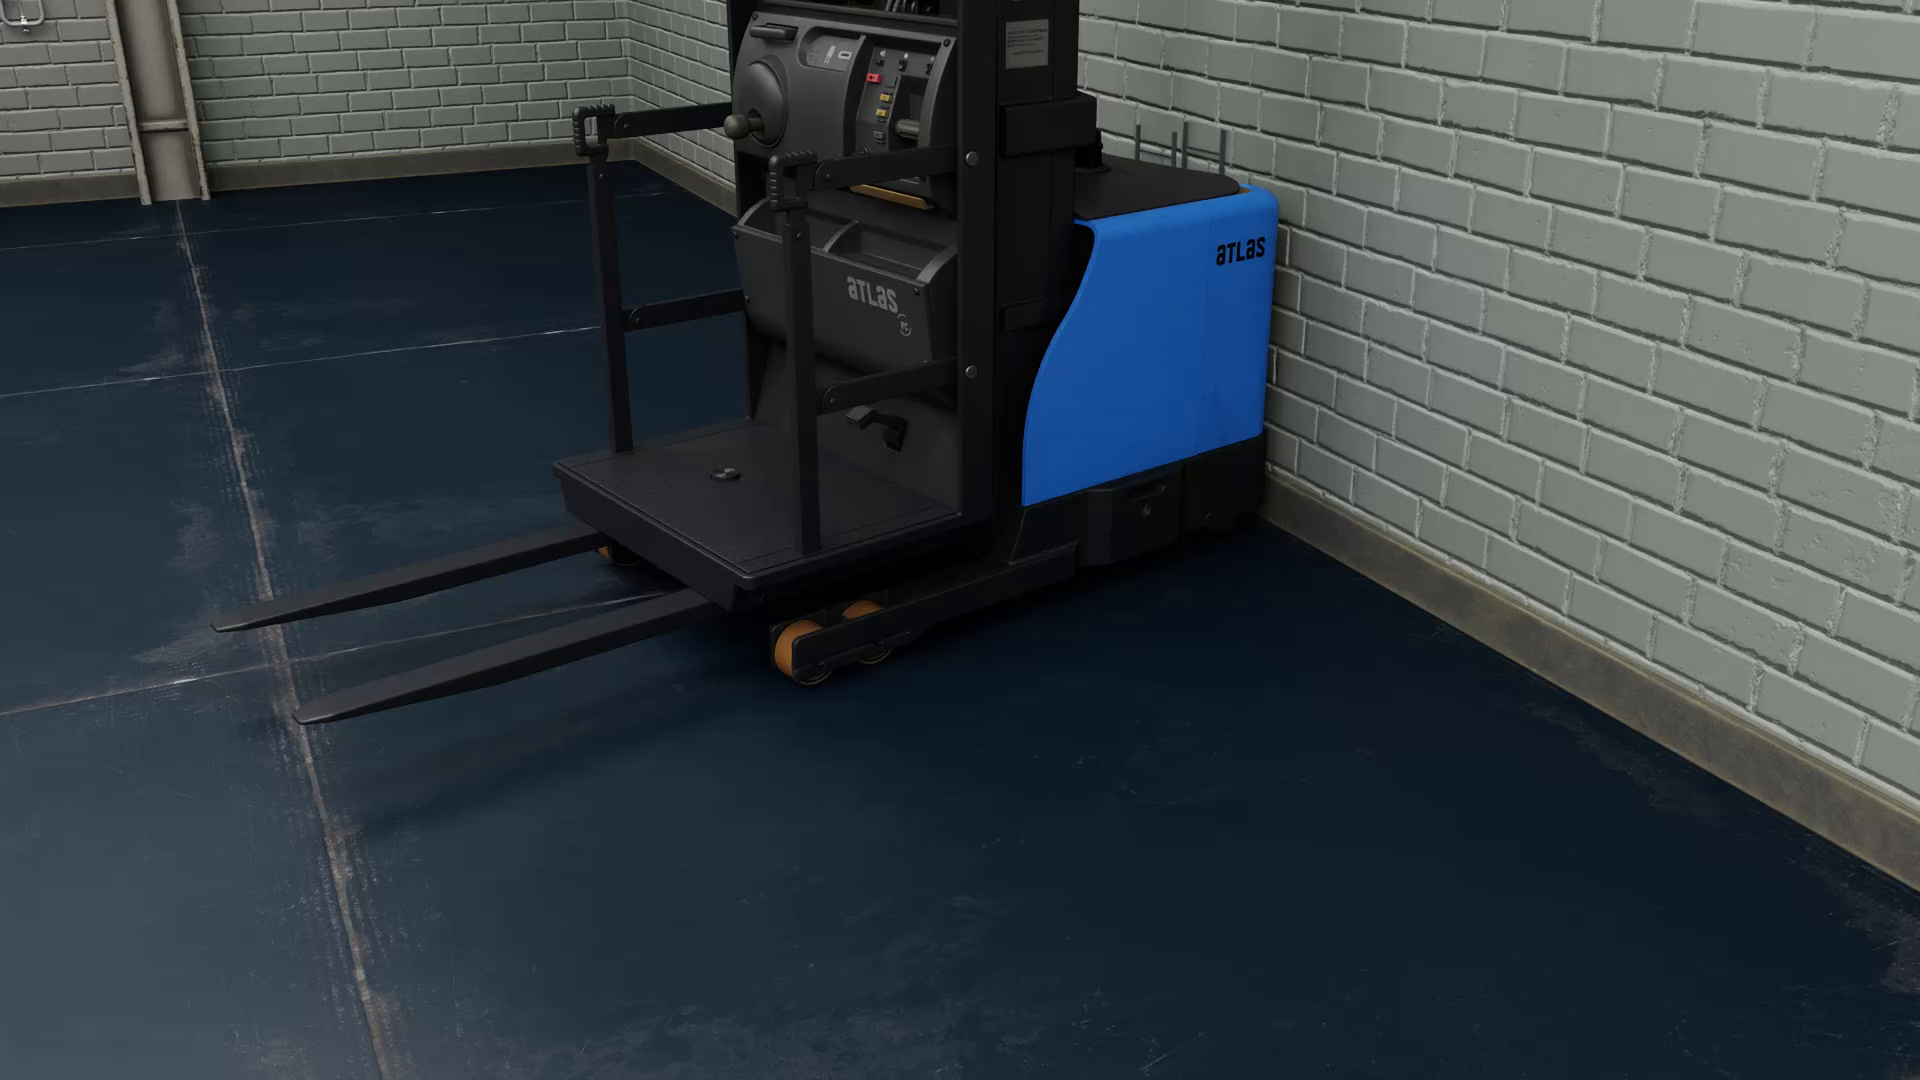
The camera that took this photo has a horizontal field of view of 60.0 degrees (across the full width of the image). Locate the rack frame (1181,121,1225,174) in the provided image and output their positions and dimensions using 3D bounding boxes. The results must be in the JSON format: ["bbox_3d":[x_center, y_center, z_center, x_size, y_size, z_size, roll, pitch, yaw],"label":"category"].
[{"bbox_3d":[0.794,-0.786,5.615,0.006,1.200,0.240,-10,23,-24],"label":"rack frame"}]

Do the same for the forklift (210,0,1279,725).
[{"bbox_3d":[-0.491,-1.204,4.326,3.031,2.935,1.130,-17,28,-35],"label":"forklift"}]

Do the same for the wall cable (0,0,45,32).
[{"bbox_3d":[-6.238,-3.796,9.171,1.851,1.984,0.084,-10,25,-24],"label":"wall cable"}]

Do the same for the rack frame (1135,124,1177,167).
[{"bbox_3d":[0.629,-0.758,5.541,0.006,1.200,0.240,-10,23,-24],"label":"rack frame"}]

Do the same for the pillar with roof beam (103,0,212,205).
[{"bbox_3d":[-3.056,-4.823,5.135,0.400,9.000,9.100,-10,25,-24],"label":"pillar with roof beam"}]

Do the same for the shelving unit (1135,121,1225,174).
[{"bbox_3d":[0.711,-0.772,5.578,0.189,1.200,0.258,-10,23,-24],"label":"shelving unit"}]
